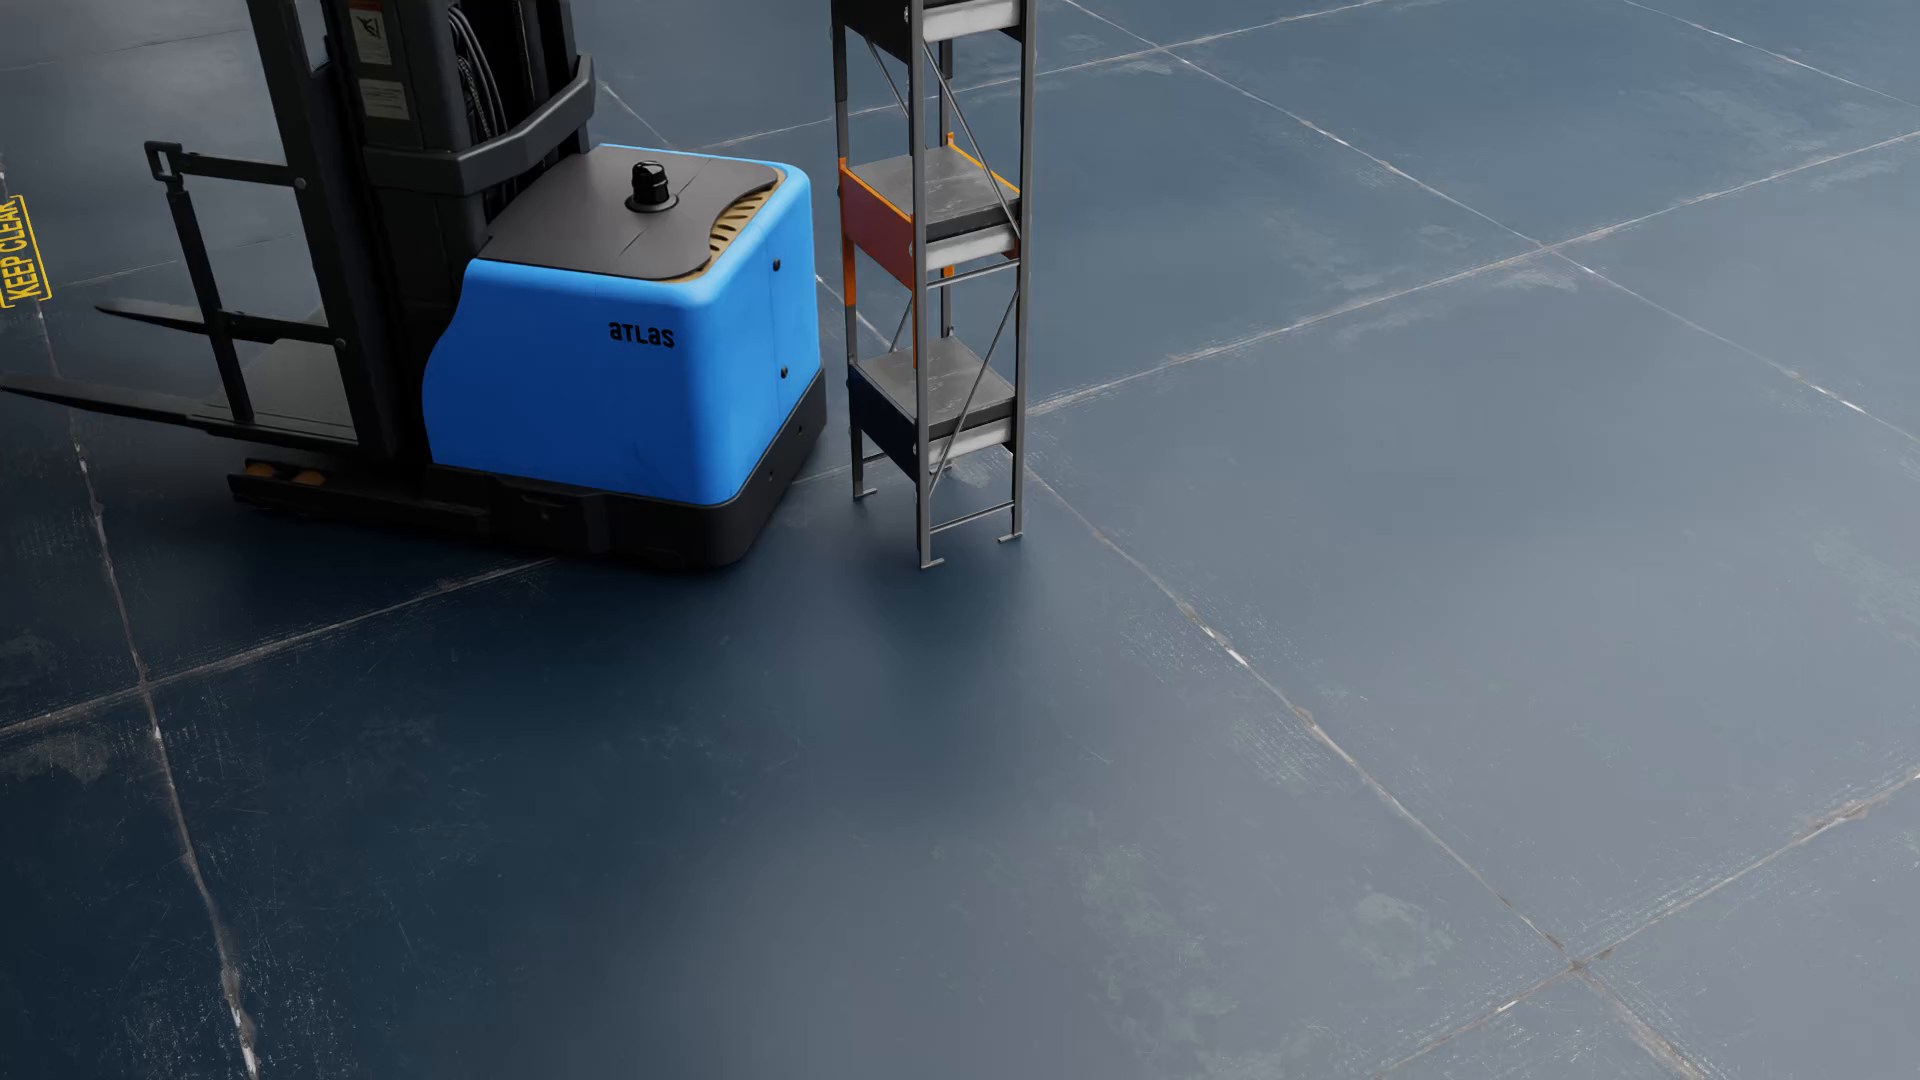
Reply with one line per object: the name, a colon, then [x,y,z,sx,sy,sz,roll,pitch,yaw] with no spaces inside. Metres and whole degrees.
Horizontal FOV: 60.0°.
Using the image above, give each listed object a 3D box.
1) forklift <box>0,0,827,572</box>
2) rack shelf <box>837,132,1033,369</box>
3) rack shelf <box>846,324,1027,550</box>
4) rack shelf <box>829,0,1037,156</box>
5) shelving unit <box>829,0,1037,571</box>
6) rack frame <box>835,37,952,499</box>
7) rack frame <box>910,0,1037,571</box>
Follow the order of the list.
forklift: [-2.073,-1.551,5.388,3.031,2.935,1.130,9,37,12]
rack shelf: [-0.083,-0.921,5.254,0.431,0.518,0.480,-19,40,-24]
rack shelf: [-0.083,-0.356,5.667,0.431,0.518,0.480,-19,40,-24]
rack shelf: [-0.083,-1.487,4.841,0.431,0.518,0.480,-19,40,-24]
shelving unit: [-0.083,-0.932,5.246,0.431,2.100,0.503,-19,40,-24]
rack frame: [-0.206,-1.057,5.417,0.400,2.100,0.015,-19,40,-24]
rack frame: [0.039,-0.808,5.076,0.400,2.100,0.015,-19,40,-24]
